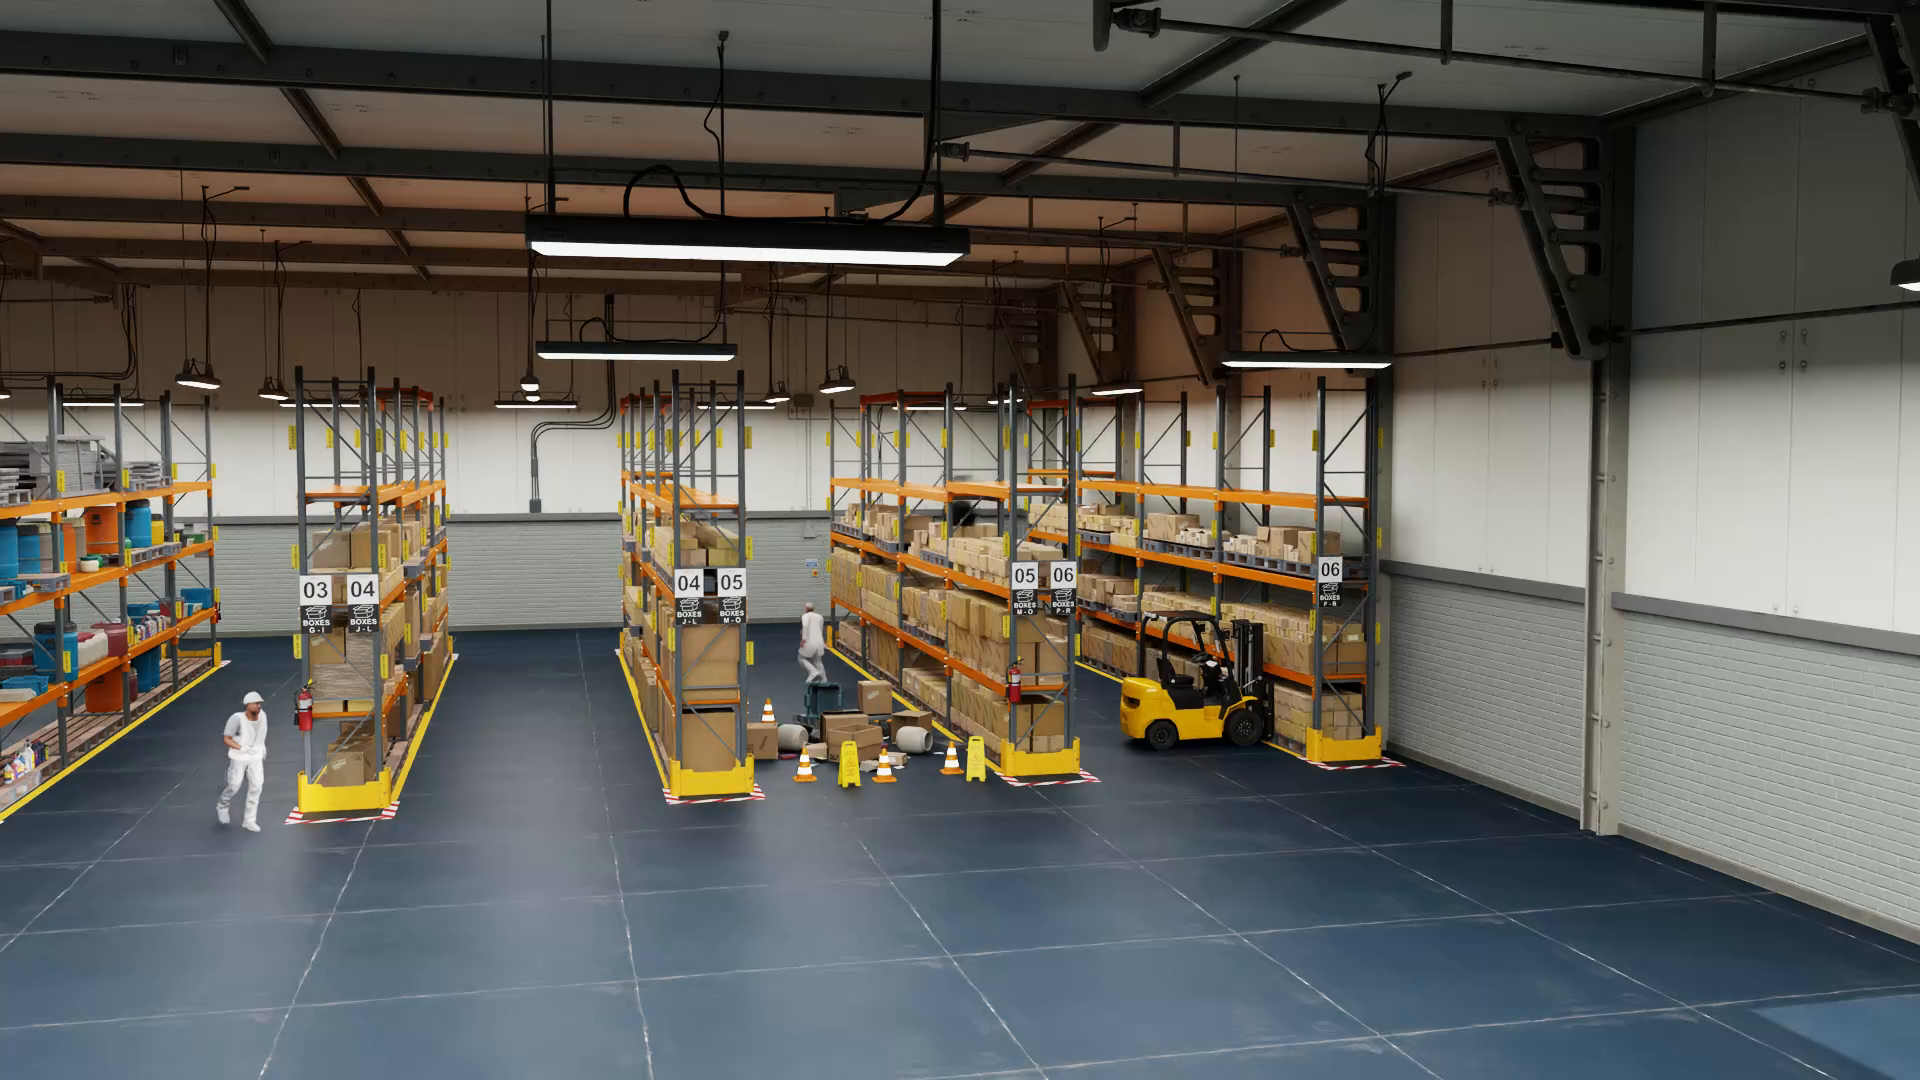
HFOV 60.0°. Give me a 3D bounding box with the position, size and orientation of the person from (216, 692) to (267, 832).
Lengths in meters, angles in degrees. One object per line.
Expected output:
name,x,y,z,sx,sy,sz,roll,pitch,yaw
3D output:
person,-9.263,2.839,21.538,0.908,1.772,0.678,3,4,41

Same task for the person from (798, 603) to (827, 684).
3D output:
person,-3.039,2.123,34.096,0.708,1.667,0.930,-3,5,-41
